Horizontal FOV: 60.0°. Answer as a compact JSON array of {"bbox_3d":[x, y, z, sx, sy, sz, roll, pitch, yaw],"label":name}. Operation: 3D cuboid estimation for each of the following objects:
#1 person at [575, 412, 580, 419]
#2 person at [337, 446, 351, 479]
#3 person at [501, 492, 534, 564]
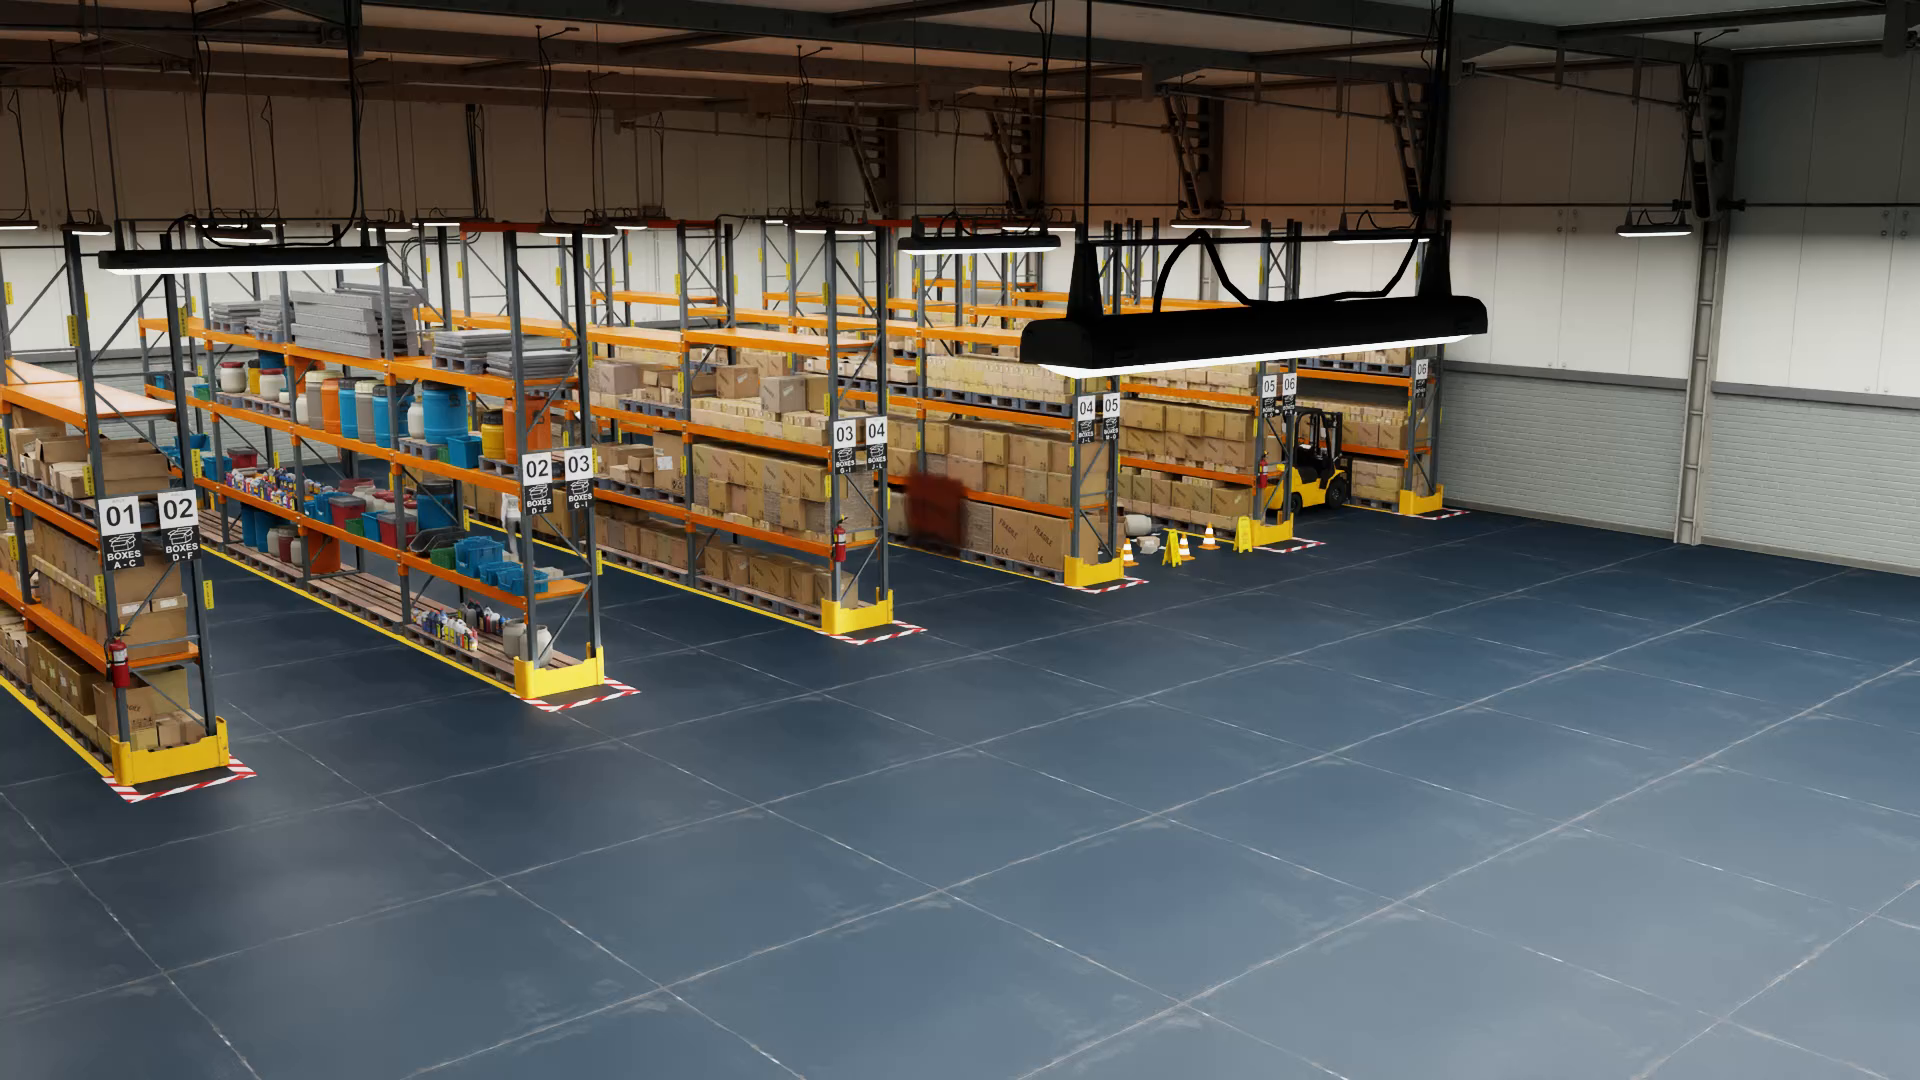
[{"bbox_3d":[-8.400,-1.996,37.059,0.422,1.725,0.572,0,11,-2],"label":"person"},{"bbox_3d":[-13.794,-1.964,37.501,0.434,1.575,1.018,-3,12,-13],"label":"person"},{"bbox_3d":[-7.847,-0.354,29.402,0.521,1.680,0.485,-3,12,-16],"label":"person"}]
